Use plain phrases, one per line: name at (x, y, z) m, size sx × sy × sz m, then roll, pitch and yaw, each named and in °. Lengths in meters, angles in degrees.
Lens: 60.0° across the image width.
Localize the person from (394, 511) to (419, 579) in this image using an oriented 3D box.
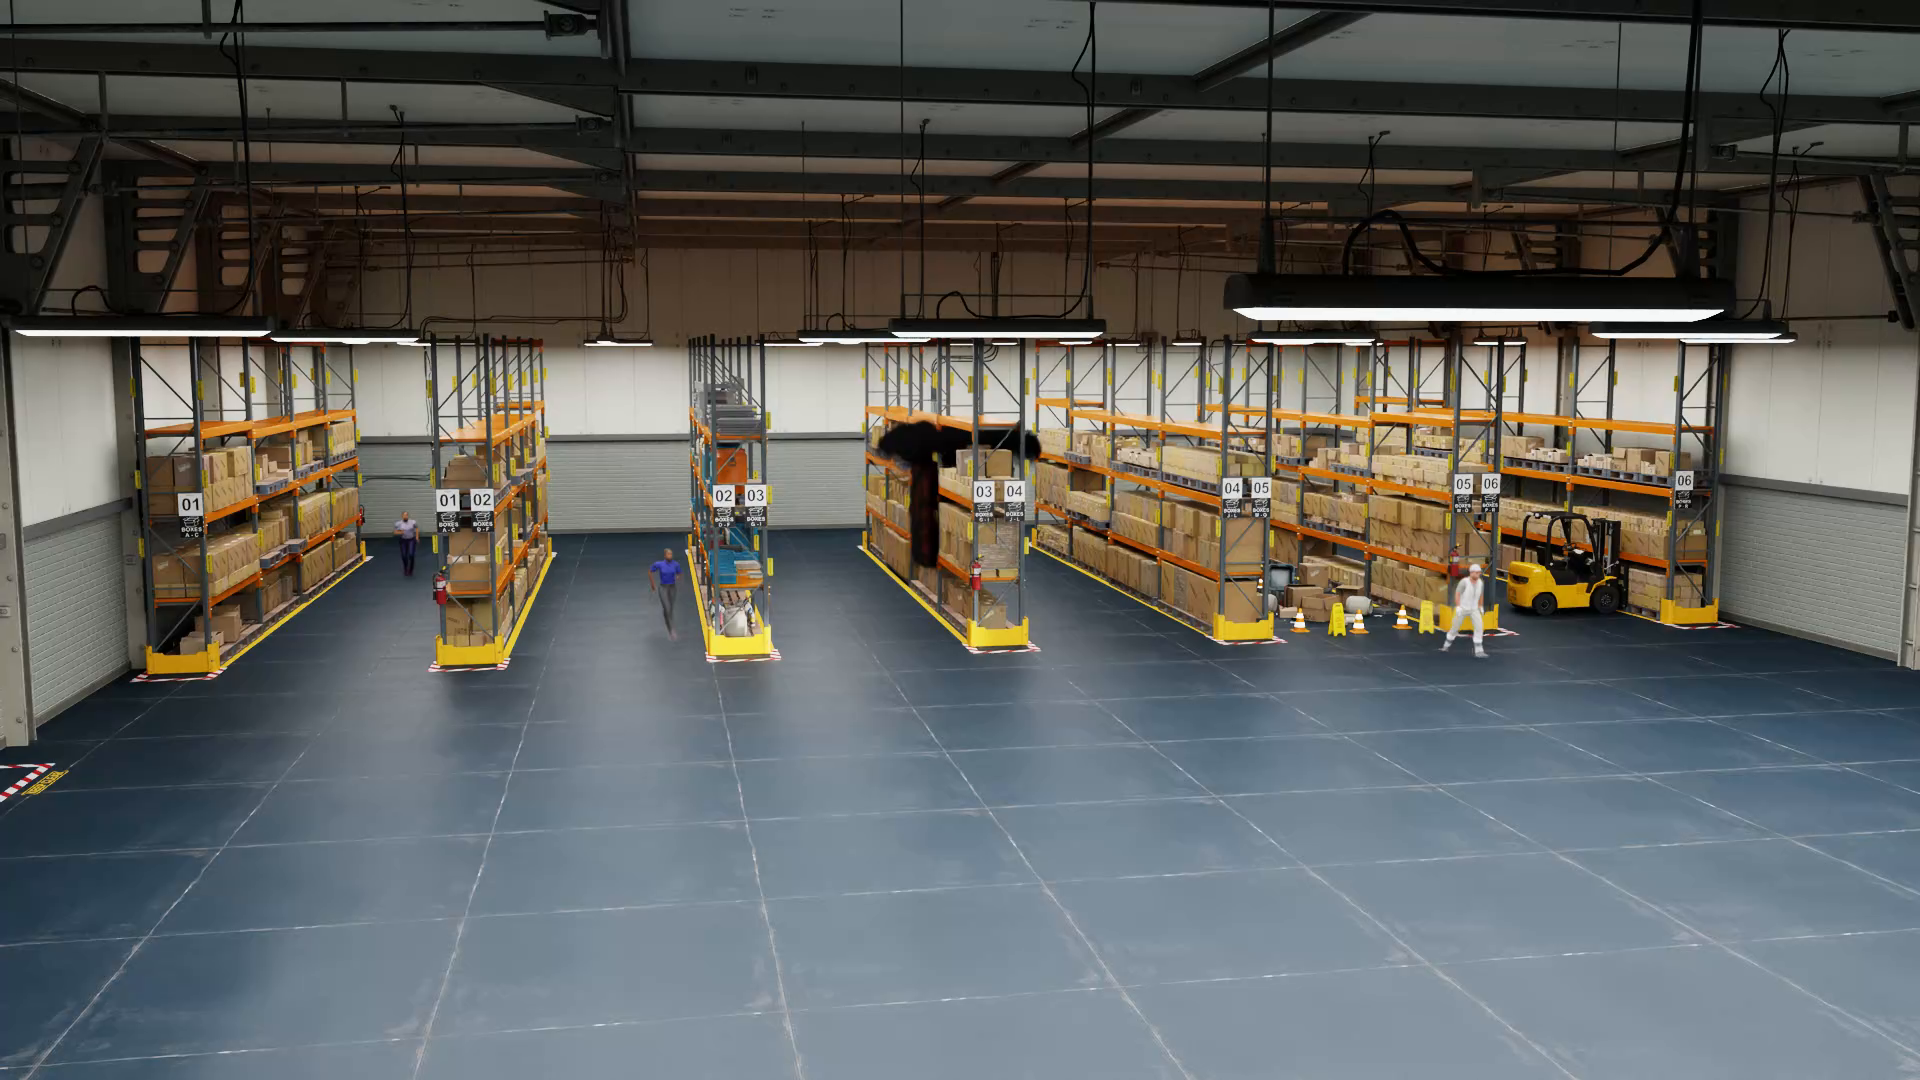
person at (-13.934, 0.104, 41.875) m, size 0.564 × 1.695 × 0.855 m, roll -1°, pitch 7°, yaw -12°

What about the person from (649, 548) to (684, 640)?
person at (-5.632, 1.005, 31.940) m, size 0.630 × 1.714 × 0.846 m, roll -4°, pitch 7°, yaw -29°

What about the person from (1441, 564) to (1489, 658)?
person at (9.507, 1.298, 31.132) m, size 0.732 × 1.732 × 0.937 m, roll -2°, pitch 7°, yaw -18°
